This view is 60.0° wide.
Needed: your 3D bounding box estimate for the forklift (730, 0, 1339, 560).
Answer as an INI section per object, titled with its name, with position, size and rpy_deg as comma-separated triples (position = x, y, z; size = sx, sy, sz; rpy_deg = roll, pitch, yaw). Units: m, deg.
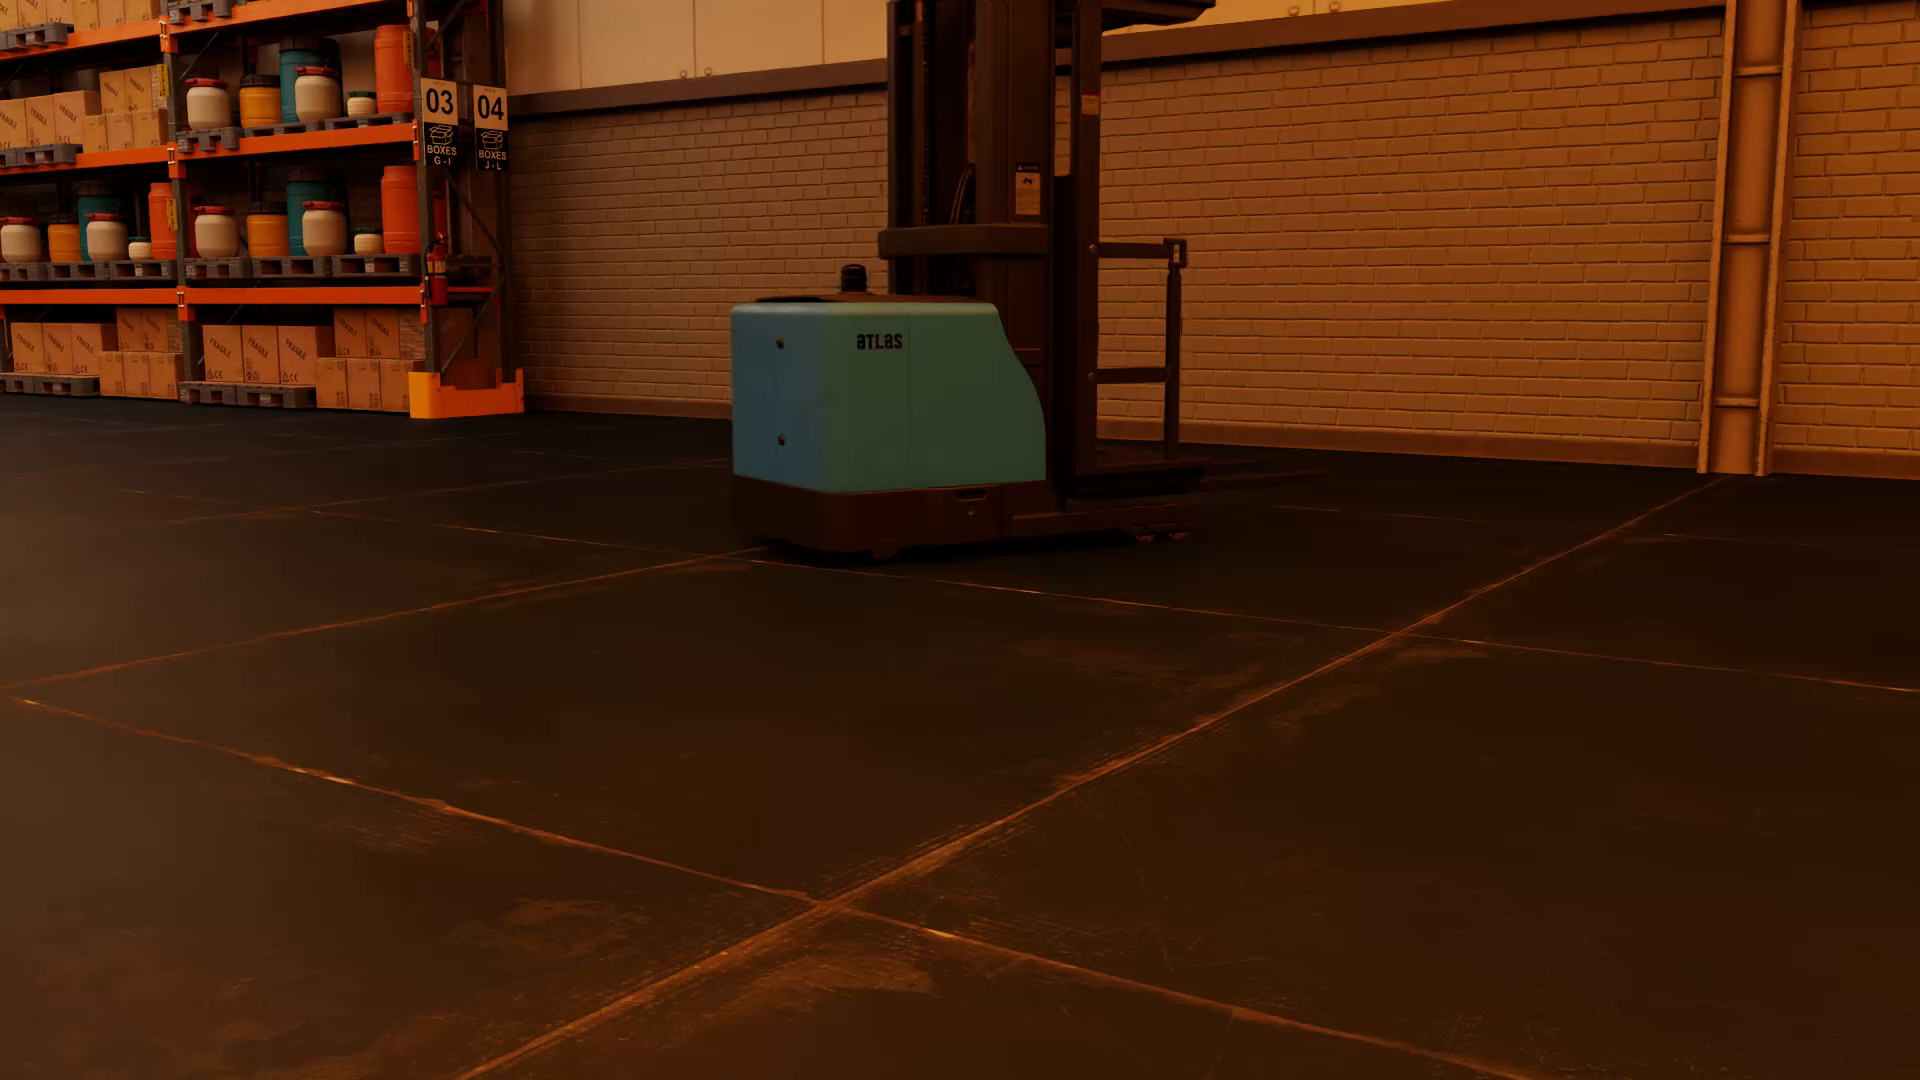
[forklift]
position = 0.478, -1.501, 7.747
size = 3.031, 2.935, 1.130
rpy_deg = -5, 10, -33
